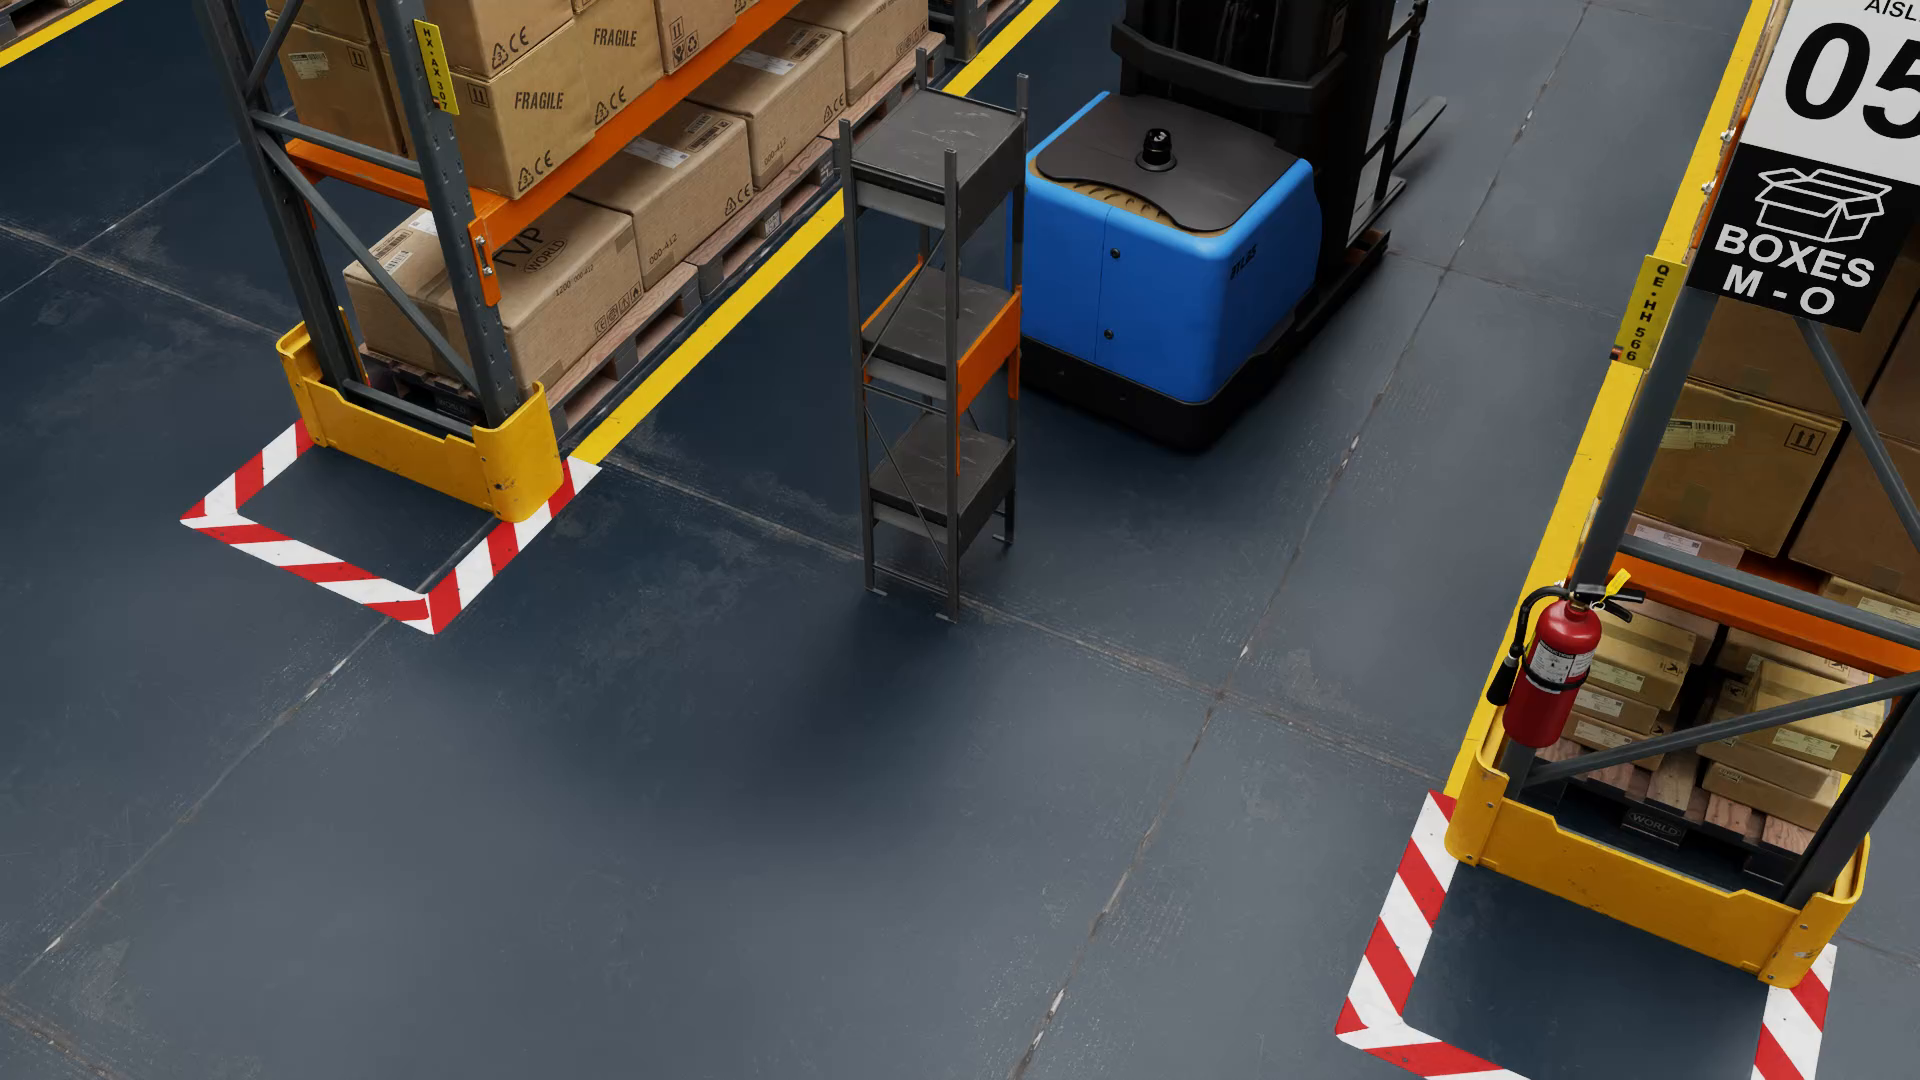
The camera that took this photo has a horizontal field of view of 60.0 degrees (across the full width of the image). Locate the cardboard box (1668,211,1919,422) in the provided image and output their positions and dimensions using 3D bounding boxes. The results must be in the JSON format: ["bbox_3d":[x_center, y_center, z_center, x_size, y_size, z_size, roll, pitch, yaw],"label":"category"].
[{"bbox_3d":[2.195,-0.714,4.364,0.500,0.500,0.500,20,49,18],"label":"cardboard box"}]

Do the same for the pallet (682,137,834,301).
[{"bbox_3d":[-1.359,-1.738,8.319,1.003,0.211,1.213,20,49,19],"label":"pallet"}]

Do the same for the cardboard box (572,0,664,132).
[{"bbox_3d":[-1.541,-1.994,6.541,0.500,0.500,0.500,20,49,19],"label":"cardboard box"}]

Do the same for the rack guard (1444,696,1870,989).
[{"bbox_3d":[2.239,0.978,5.432,1.175,0.500,0.348,20,49,19],"label":"rack guard"}]

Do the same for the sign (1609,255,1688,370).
[{"bbox_3d":[1.721,-0.566,4.165,0.100,0.325,0.005,20,49,19],"label":"sign"}]

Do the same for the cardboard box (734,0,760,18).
[{"bbox_3d":[-1.071,-2.629,7.169,0.500,0.500,0.500,22,49,20],"label":"cardboard box"}]

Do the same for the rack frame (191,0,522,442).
[{"bbox_3d":[-2.228,-1.423,6.048,1.000,3.000,0.127,20,49,19],"label":"rack frame"}]

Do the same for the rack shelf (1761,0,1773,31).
[{"bbox_3d":[4.989,-3.379,8.487,1.077,0.370,4.000,20,49,19],"label":"rack shelf"}]

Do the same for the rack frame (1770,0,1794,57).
[{"bbox_3d":[2.203,-1.961,2.361,1.000,3.000,0.127,20,49,19],"label":"rack frame"}]

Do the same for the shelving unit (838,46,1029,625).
[{"bbox_3d":[-0.077,-0.634,5.900,0.431,2.100,0.503,20,49,19],"label":"shelving unit"}]

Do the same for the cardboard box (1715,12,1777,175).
[{"bbox_3d":[2.664,-1.364,5.006,0.500,0.500,0.500,23,50,21],"label":"cardboard box"}]

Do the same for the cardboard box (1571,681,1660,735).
[{"bbox_3d":[2.196,0.471,5.676,0.380,0.149,0.250,19,48,18],"label":"cardboard box"}]

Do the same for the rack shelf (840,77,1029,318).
[{"bbox_3d":[-0.077,-1.116,5.412,0.431,0.518,0.480,20,49,19],"label":"rack shelf"}]

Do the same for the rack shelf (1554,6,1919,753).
[{"bbox_3d":[3.132,-0.860,5.996,1.077,0.370,4.000,20,49,19],"label":"rack shelf"}]

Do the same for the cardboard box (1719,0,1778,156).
[{"bbox_3d":[3.118,-1.664,6.006,0.500,0.500,0.500,19,48,18],"label":"cardboard box"}]

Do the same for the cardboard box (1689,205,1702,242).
[{"bbox_3d":[3.607,-1.395,7.728,0.380,0.149,0.250,18,48,17],"label":"cardboard box"}]

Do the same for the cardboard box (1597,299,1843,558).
[{"bbox_3d":[2.184,-0.360,4.718,0.500,0.500,0.500,21,49,20],"label":"cardboard box"}]

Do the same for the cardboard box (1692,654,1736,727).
[{"bbox_3d":[2.779,0.586,5.771,0.380,0.149,0.250,20,49,19],"label":"cardboard box"}]

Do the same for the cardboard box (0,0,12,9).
[{"bbox_3d":[-5.827,-3.208,9.274,0.700,0.500,0.500,22,49,21],"label":"cardboard box"}]

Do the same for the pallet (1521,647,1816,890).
[{"bbox_3d":[2.647,0.580,6.029,1.003,0.211,1.213,20,49,19],"label":"pallet"}]

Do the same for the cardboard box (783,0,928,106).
[{"bbox_3d":[-0.758,-2.830,8.944,0.875,0.438,0.875,20,49,19],"label":"cardboard box"}]

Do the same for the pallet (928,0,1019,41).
[{"bbox_3d":[-0.080,-3.474,10.035,1.003,0.211,1.213,20,49,19],"label":"pallet"}]

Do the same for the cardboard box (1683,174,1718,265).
[{"bbox_3d":[2.655,-1.006,5.355,0.500,0.500,0.500,21,49,19],"label":"cardboard box"}]

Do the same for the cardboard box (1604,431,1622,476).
[{"bbox_3d":[2.652,-0.298,6.227,0.380,0.149,0.250,22,49,20],"label":"cardboard box"}]

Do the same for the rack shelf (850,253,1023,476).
[{"bbox_3d":[-0.077,-0.624,5.910,0.431,0.518,0.480,20,49,19],"label":"rack shelf"}]

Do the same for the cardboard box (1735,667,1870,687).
[{"bbox_3d":[2.851,0.498,5.649,0.380,0.149,0.250,20,49,19],"label":"cardboard box"}]

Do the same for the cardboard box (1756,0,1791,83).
[{"bbox_3d":[2.180,-1.228,3.851,0.500,0.250,0.500,19,48,18],"label":"cardboard box"}]

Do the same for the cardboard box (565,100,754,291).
[{"bbox_3d":[-1.593,-1.698,7.826,0.875,0.438,0.875,22,49,20],"label":"cardboard box"}]

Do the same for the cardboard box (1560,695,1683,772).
[{"bbox_3d":[2.263,0.602,5.756,0.380,0.149,0.250,21,49,20],"label":"cardboard box"}]

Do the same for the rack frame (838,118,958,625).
[{"bbox_3d":[-0.190,-0.480,5.748,0.400,2.100,0.015,20,49,19],"label":"rack frame"}]

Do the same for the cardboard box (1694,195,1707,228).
[{"bbox_3d":[3.608,-1.500,7.623,0.380,0.149,0.250,23,50,21],"label":"cardboard box"}]

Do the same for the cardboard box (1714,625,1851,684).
[{"bbox_3d":[2.769,0.362,5.574,0.380,0.149,0.250,21,49,20],"label":"cardboard box"}]

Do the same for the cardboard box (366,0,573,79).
[{"bbox_3d":[-1.753,-2.018,5.862,0.500,0.500,0.500,19,48,18],"label":"cardboard box"}]

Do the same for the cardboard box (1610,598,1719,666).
[{"bbox_3d":[2.392,0.236,5.698,0.380,0.149,0.250,21,49,20],"label":"cardboard box"}]

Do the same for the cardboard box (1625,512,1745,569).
[{"bbox_3d":[2.104,-0.063,4.880,0.380,0.149,0.250,21,49,19],"label":"cardboard box"}]

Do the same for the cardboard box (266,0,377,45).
[{"bbox_3d":[-2.215,-2.192,6.034,0.500,0.500,0.500,22,49,20],"label":"cardboard box"}]

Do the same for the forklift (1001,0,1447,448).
[{"bbox_3d":[1.423,-2.437,7.098,1.130,2.935,3.031,26,51,24],"label":"forklift"}]
